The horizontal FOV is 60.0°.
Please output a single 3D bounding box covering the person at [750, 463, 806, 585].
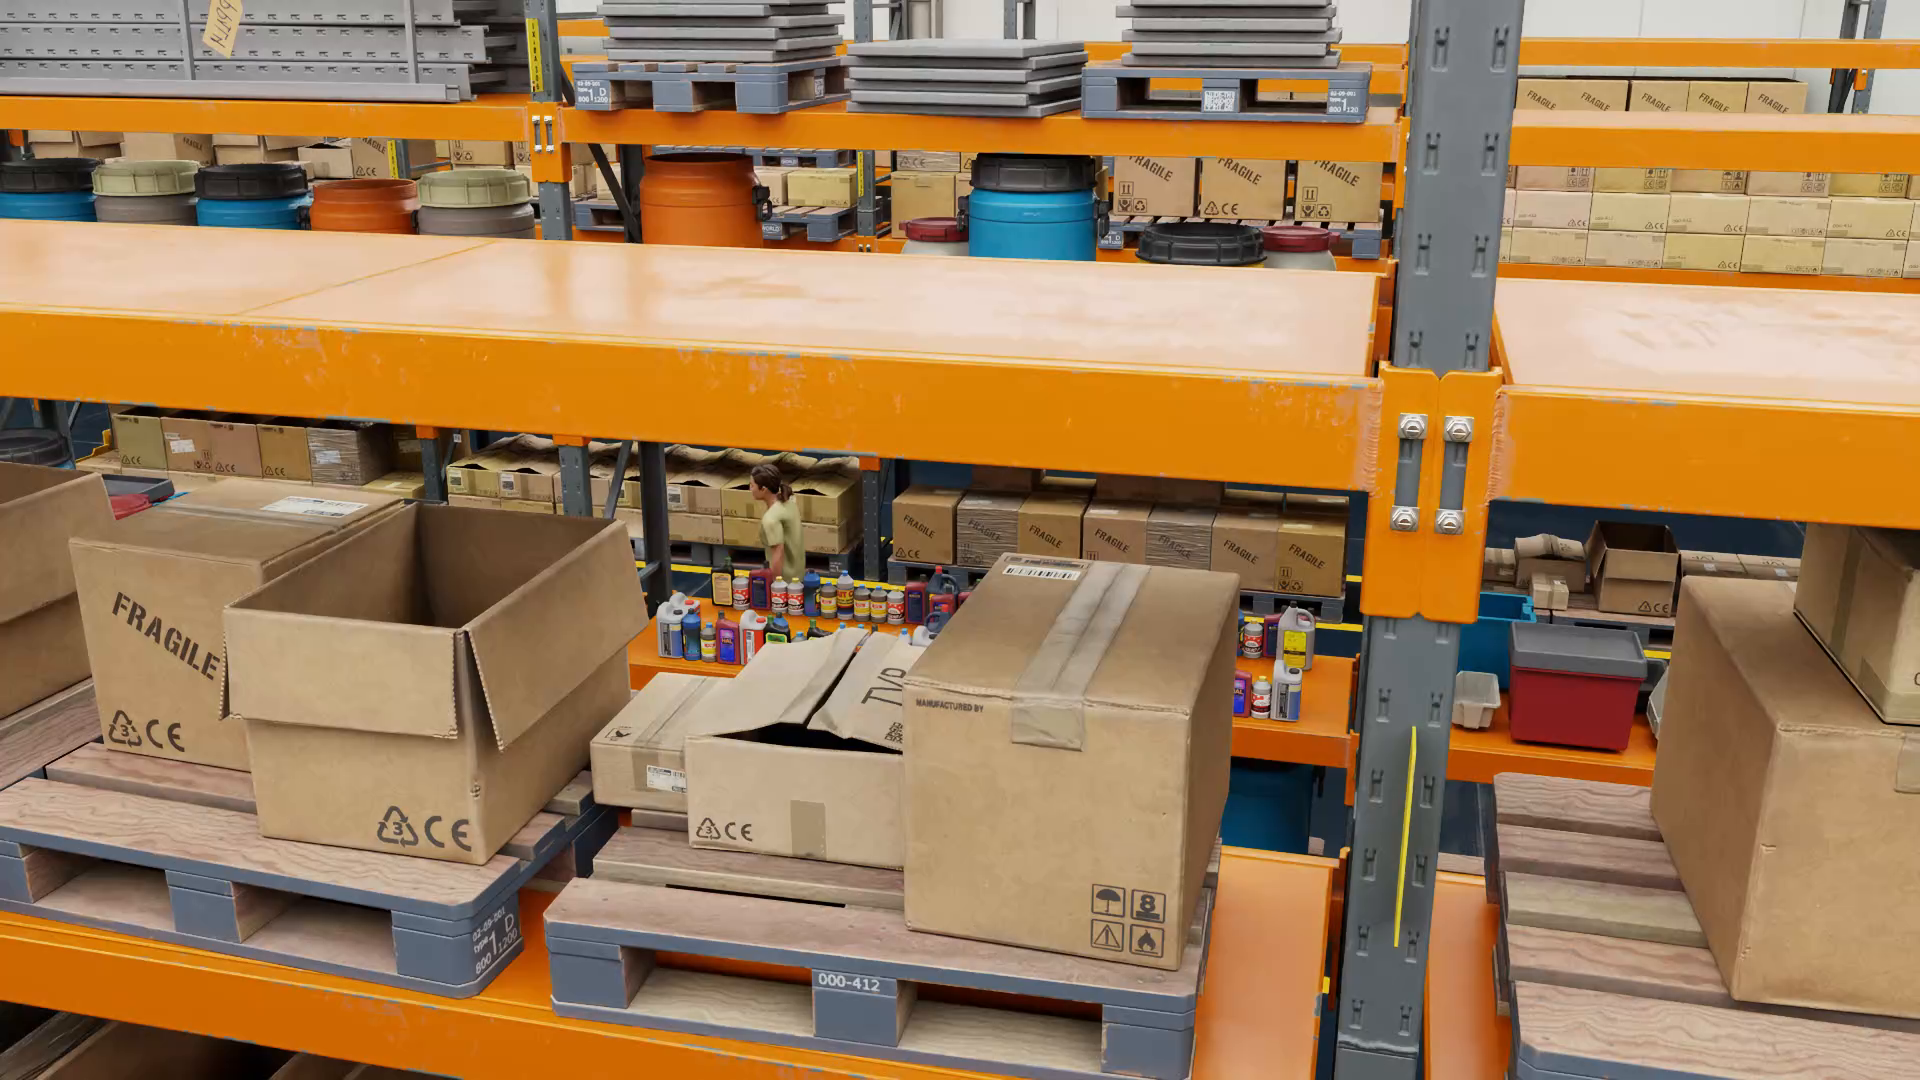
[{"bbox_3d":[-1.250,0.281,11.213,0.405,1.672,0.503,4,19,13],"label":"person"}]
